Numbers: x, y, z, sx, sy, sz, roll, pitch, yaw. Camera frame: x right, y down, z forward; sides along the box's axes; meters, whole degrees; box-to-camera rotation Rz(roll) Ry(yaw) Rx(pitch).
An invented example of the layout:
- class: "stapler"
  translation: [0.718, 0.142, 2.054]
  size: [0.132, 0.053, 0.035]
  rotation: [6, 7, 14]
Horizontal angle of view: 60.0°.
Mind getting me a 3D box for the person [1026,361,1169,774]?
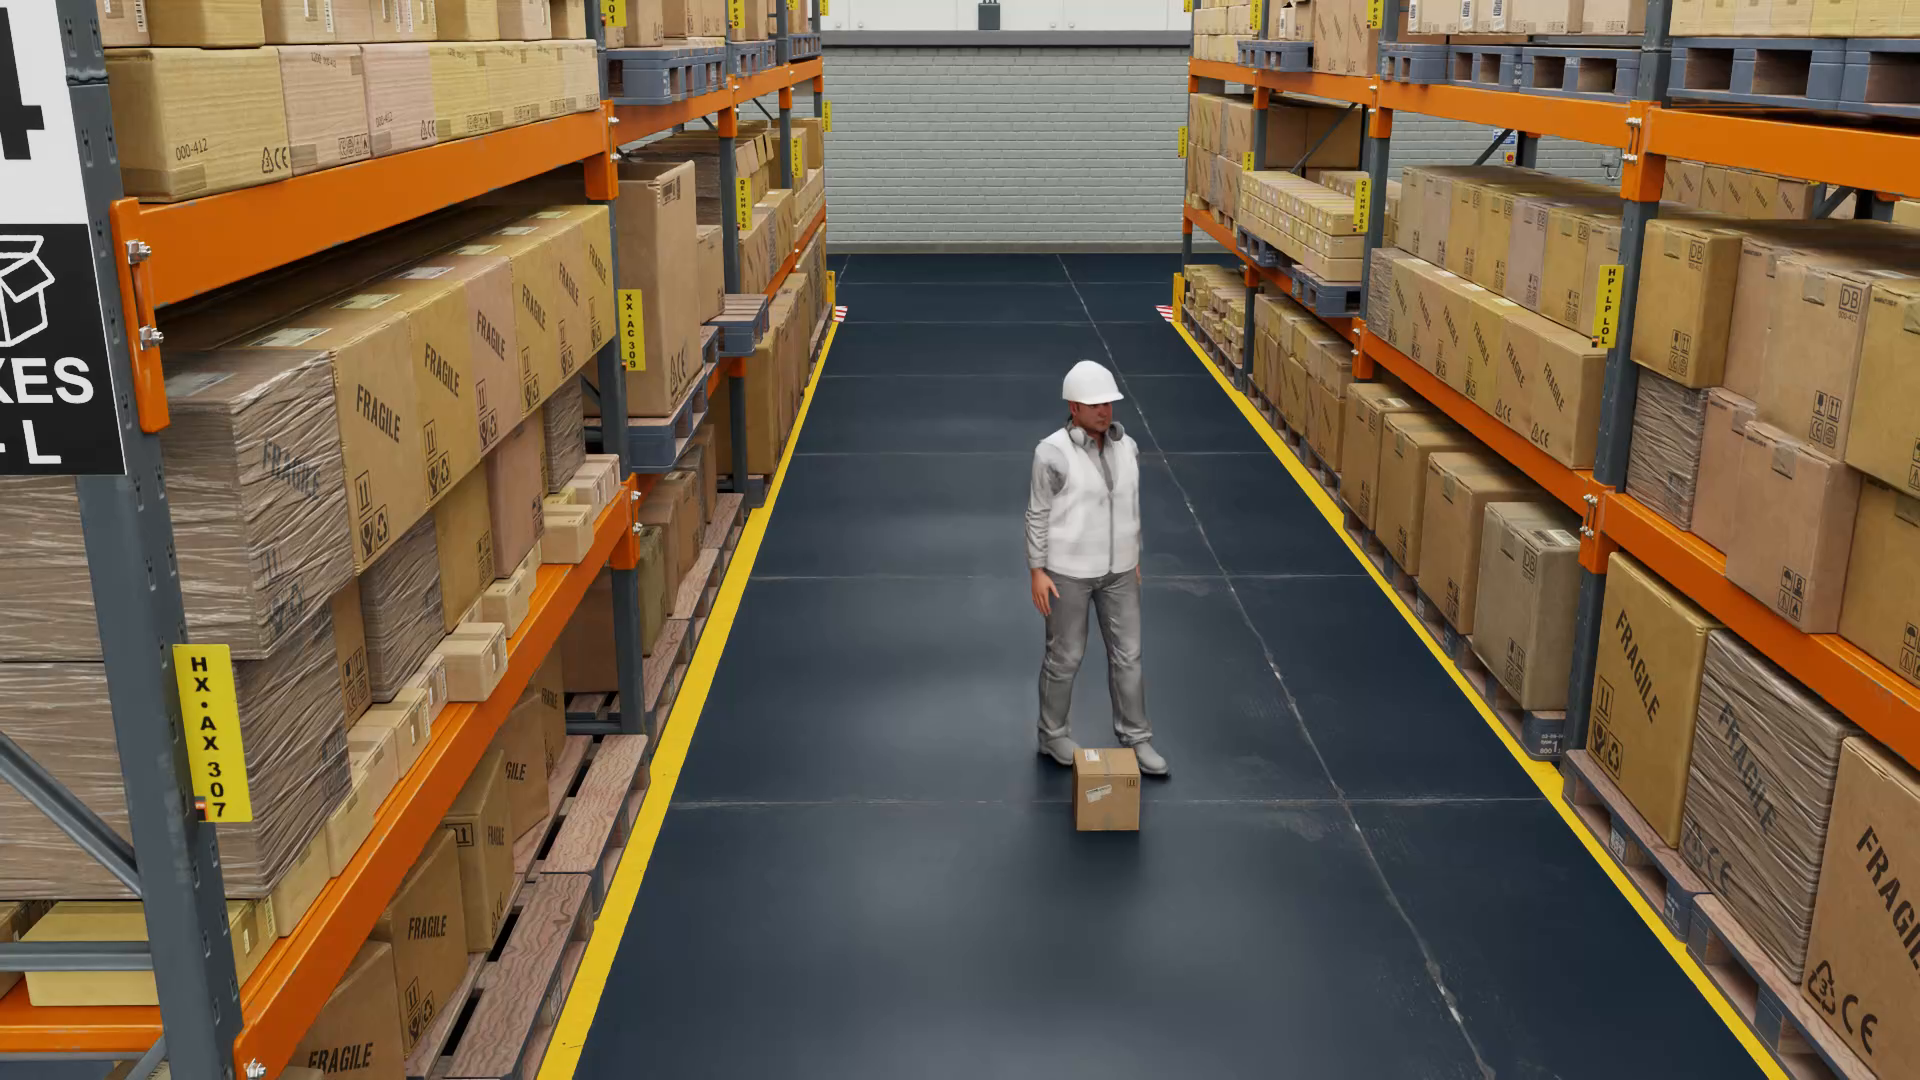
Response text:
- class: "person"
  translation: [0.594, 0.131, 7.042]
  size: [0.572, 1.770, 0.583]
  rotation: [-8, 19, -25]
